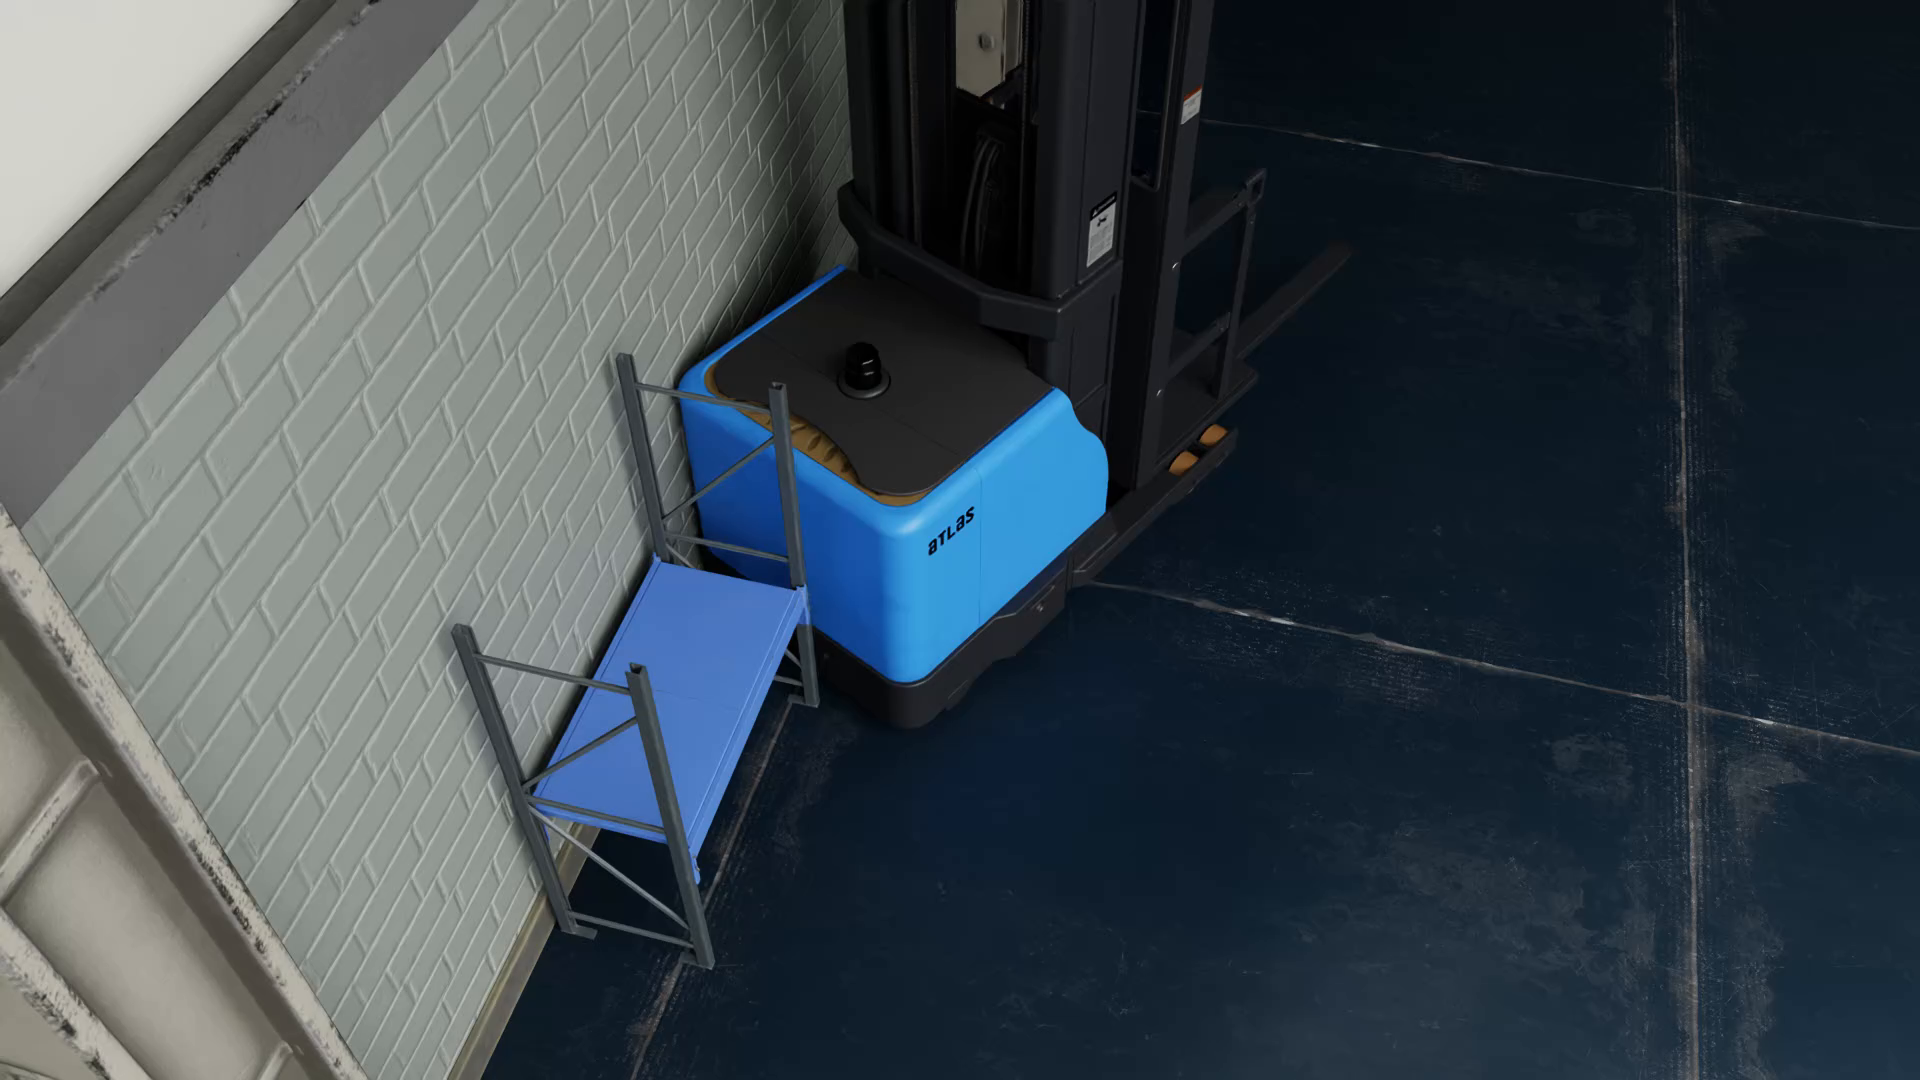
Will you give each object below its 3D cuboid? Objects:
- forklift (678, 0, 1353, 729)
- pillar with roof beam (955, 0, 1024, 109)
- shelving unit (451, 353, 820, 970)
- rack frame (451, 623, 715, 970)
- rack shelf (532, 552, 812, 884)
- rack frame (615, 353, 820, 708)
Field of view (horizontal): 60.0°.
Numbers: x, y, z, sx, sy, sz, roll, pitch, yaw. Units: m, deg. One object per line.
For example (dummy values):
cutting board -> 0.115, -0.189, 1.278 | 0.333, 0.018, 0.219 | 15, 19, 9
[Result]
forklift -> 0.427, -1.370, 5.504 | 1.130, 2.935, 3.031 | 33, 56, 26
pillar with roof beam -> 4.264, -4.379, 4.113 | 9.100, 9.000, 0.400 | 12, 50, 10
shelving unit -> -0.863, 0.392, 4.904 | 0.538, 1.500, 1.048 | 12, 50, 10
rack frame -> -0.997, 0.760, 4.579 | 0.500, 1.500, 0.032 | 12, 50, 10
rack shelf -> -0.863, 0.511, 5.039 | 0.538, 0.185, 1.000 | 12, 50, 10
rack frame -> -0.730, 0.024, 5.228 | 0.500, 1.500, 0.032 | 12, 50, 10
